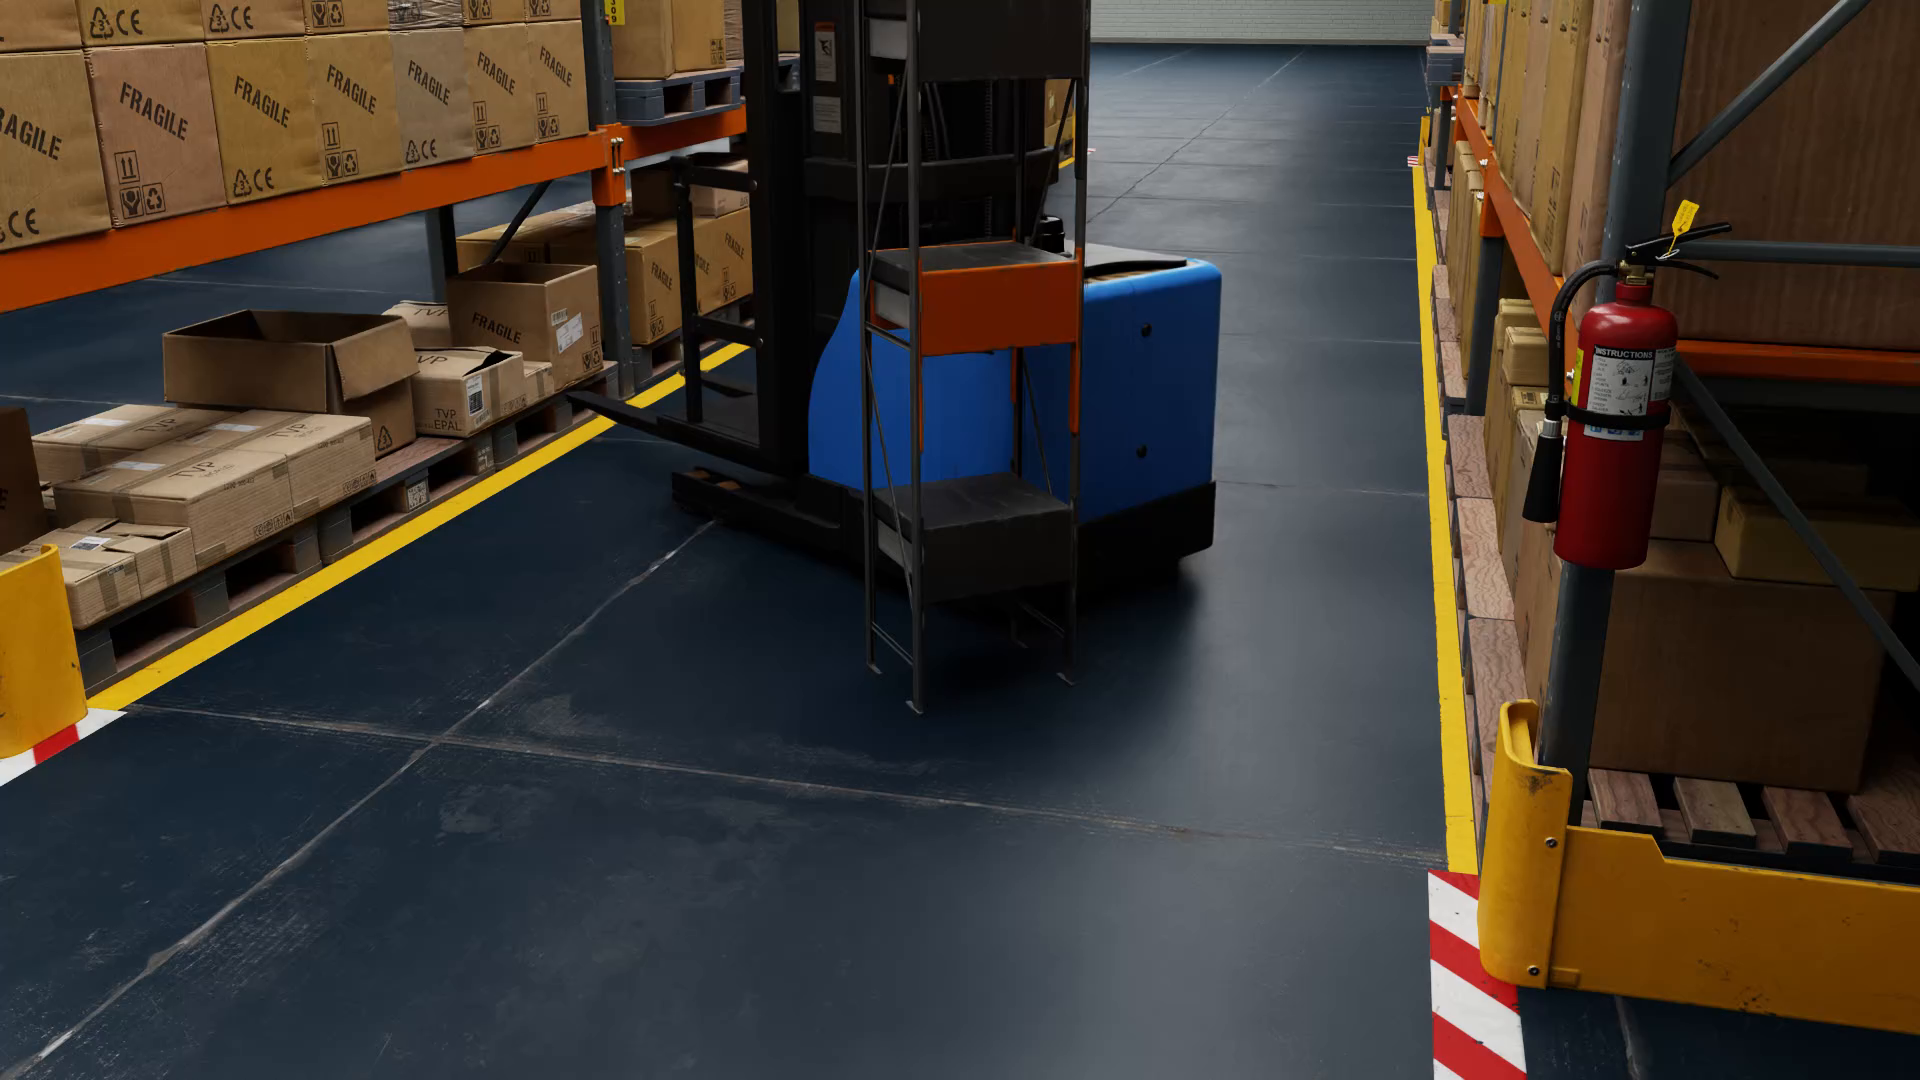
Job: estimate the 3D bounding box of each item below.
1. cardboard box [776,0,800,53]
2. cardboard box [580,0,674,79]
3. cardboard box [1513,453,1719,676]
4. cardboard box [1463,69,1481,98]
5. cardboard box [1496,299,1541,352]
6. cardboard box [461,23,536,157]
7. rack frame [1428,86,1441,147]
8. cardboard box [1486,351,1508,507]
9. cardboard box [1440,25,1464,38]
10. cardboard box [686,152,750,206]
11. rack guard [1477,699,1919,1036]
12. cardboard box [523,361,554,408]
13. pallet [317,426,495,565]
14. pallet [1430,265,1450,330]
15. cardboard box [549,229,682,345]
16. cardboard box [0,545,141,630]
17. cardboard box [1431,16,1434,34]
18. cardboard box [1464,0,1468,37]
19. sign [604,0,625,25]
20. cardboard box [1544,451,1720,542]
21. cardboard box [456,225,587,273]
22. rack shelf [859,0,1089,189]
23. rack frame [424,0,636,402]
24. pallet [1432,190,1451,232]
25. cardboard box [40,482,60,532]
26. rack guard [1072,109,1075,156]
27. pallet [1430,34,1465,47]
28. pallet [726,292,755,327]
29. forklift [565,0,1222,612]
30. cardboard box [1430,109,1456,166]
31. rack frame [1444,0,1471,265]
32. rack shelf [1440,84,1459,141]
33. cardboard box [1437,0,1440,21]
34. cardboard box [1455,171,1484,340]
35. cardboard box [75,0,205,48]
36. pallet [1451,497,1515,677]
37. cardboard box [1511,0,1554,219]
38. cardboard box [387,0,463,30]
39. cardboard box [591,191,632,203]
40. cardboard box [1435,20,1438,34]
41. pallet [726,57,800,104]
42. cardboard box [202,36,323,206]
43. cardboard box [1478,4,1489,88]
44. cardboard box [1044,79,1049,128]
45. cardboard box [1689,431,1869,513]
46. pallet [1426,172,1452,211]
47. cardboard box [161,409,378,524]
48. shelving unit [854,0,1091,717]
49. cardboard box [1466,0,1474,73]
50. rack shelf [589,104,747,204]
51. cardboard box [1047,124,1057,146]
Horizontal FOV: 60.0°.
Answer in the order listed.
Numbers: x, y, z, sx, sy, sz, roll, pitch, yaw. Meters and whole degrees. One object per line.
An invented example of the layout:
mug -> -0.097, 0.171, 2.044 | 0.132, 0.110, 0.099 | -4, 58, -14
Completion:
cardboard box -> -1.184, -3.448, 10.839 | 0.700, 0.500, 0.500 | -2, 19, -5
cardboard box -> -1.784, -2.532, 8.155 | 0.700, 0.500, 0.500 | -2, 19, -5
cardboard box -> 1.907, 0.089, 4.504 | 0.700, 0.500, 0.500 | 5, 19, 13
cardboard box -> 3.143, -2.669, 9.720 | 0.380, 0.149, 0.250 | 5, 20, 15
cardboard box -> 2.145, -0.768, 6.011 | 0.380, 0.149, 0.250 | 5, 20, 15
cardboard box -> -2.115, -1.864, 6.848 | 0.500, 0.500, 0.500 | 5, 20, 15
rack frame -> 5.620, -5.526, 17.726 | 1.000, 3.000, 0.127 | 5, 19, 13
cardboard box -> 2.280, -0.397, 5.927 | 0.700, 0.500, 0.500 | 4, 19, 13
cardboard box -> 4.464, -4.383, 14.581 | 0.500, 0.250, 0.500 | 5, 19, 14
cardboard box -> -1.396, -2.138, 9.833 | 0.500, 0.250, 0.500 | 4, 19, 12
rack guard -> 1.705, 0.679, 3.426 | 1.175, 0.500, 0.348 | 5, 19, 13
cardboard box -> -2.014, -0.691, 7.299 | 0.380, 0.149, 0.250 | 5, 19, 13
pallet -> -2.581, -0.236, 6.554 | 1.003, 0.211, 1.213 | 5, 19, 13
pallet -> 3.399, -1.458, 10.129 | 1.003, 0.211, 1.213 | 5, 19, 13
cardboard box -> -1.762, -1.313, 8.576 | 0.500, 0.500, 0.500 | 4, 19, 11
cardboard box -> -2.658, 0.136, 4.880 | 0.380, 0.149, 0.250 | 5, 19, 13
cardboard box -> 5.193, -5.337, 17.372 | 0.500, 0.250, 0.500 | 4, 19, 12
cardboard box -> 4.342, -4.196, 12.998 | 0.700, 0.500, 0.500 | 7, 20, 19
sign -> -1.589, -2.524, 7.598 | 0.100, 0.325, 0.005 | 5, 19, 13
cardboard box -> 1.639, -0.116, 4.100 | 0.380, 0.149, 0.250 | 4, 19, 13
cardboard box -> -2.274, -1.358, 8.708 | 0.500, 0.500, 0.500 | 5, 19, 13
rack shelf -> 0.027, -1.234, 4.428 | 0.480, 0.518, 0.431 | -8, 21, -23
rack frame -> -2.117, -2.155, 7.856 | 1.000, 3.000, 0.127 | 5, 19, 13
pallet -> 4.454, -2.709, 13.791 | 1.003, 0.211, 1.213 | 5, 19, 13
cardboard box -> -3.014, -0.078, 5.479 | 0.380, 0.166, 0.250 | 5, 19, 13
rack guard -> 0.821, -4.741, 19.294 | 1.175, 0.500, 0.348 | 5, 19, 13
pallet -> 4.315, -3.954, 13.419 | 1.003, 0.211, 1.213 | 5, 19, 13
pallet -> -1.658, -1.477, 10.185 | 1.003, 0.211, 1.213 | 5, 19, 13
forklift -> -0.478, -1.548, 6.185 | 1.130, 2.935, 3.031 | -17, 25, -41
cardboard box -> 4.996, -3.937, 16.260 | 0.700, 0.500, 0.500 | 3, 19, 10
rack frame -> 3.665, -3.019, 10.385 | 1.000, 3.000, 0.127 | 5, 19, 13
rack shelf -> 4.154, -3.305, 12.336 | 1.077, 0.370, 4.000 | 5, 19, 13
cardboard box -> 4.708, -5.052, 15.379 | 0.500, 0.500, 0.500 | 4, 19, 12
cardboard box -> 2.935, -1.439, 8.437 | 0.750, 0.750, 0.750 | 5, 20, 15
cardboard box -> -2.609, -1.704, 4.835 | 0.500, 0.500, 0.500 | 5, 19, 14
pallet -> 2.130, 0.170, 5.362 | 1.003, 0.211, 1.213 | 5, 19, 13
cardboard box -> 2.188, -1.281, 4.833 | 0.980, 0.700, 0.700 | 4, 19, 11
cardboard box -> -2.235, -2.178, 6.221 | 0.500, 0.500, 0.500 | 5, 19, 14
cardboard box -> -1.900, -1.829, 10.087 | 0.500, 0.500, 0.500 | 4, 19, 12
cardboard box -> 4.824, -4.855, 15.963 | 0.500, 0.250, 0.500 | 5, 19, 14
pallet -> -1.610, -2.708, 9.772 | 1.003, 0.211, 1.213 | 5, 19, 13
cardboard box -> -2.483, -1.386, 5.450 | 0.500, 0.500, 0.500 | 5, 19, 13
cardboard box -> 2.802, -2.445, 8.058 | 0.500, 0.500, 0.500 | 5, 19, 13
cardboard box -> 0.619, -4.506, 17.183 | 0.500, 0.500, 0.500 | 5, 19, 13
cardboard box -> 2.071, -0.165, 4.244 | 0.380, 0.149, 0.250 | 5, 19, 14
pallet -> 4.772, -3.166, 15.130 | 1.003, 0.211, 1.213 | 5, 19, 13
cardboard box -> -2.442, -0.270, 5.910 | 0.500, 0.250, 0.500 | 5, 19, 13
shelving unit -> 0.027, -0.584, 4.650 | 0.503, 2.100, 0.431 | -8, 21, -23
cardboard box -> 3.161, -2.921, 9.452 | 0.500, 0.500, 0.500 | 5, 20, 15
rack shelf -> -1.628, -2.441, 9.808 | 1.077, 0.370, 4.000 | 5, 19, 13
cardboard box -> 0.740, -4.308, 17.763 | 0.500, 0.250, 0.500 | 5, 19, 13
